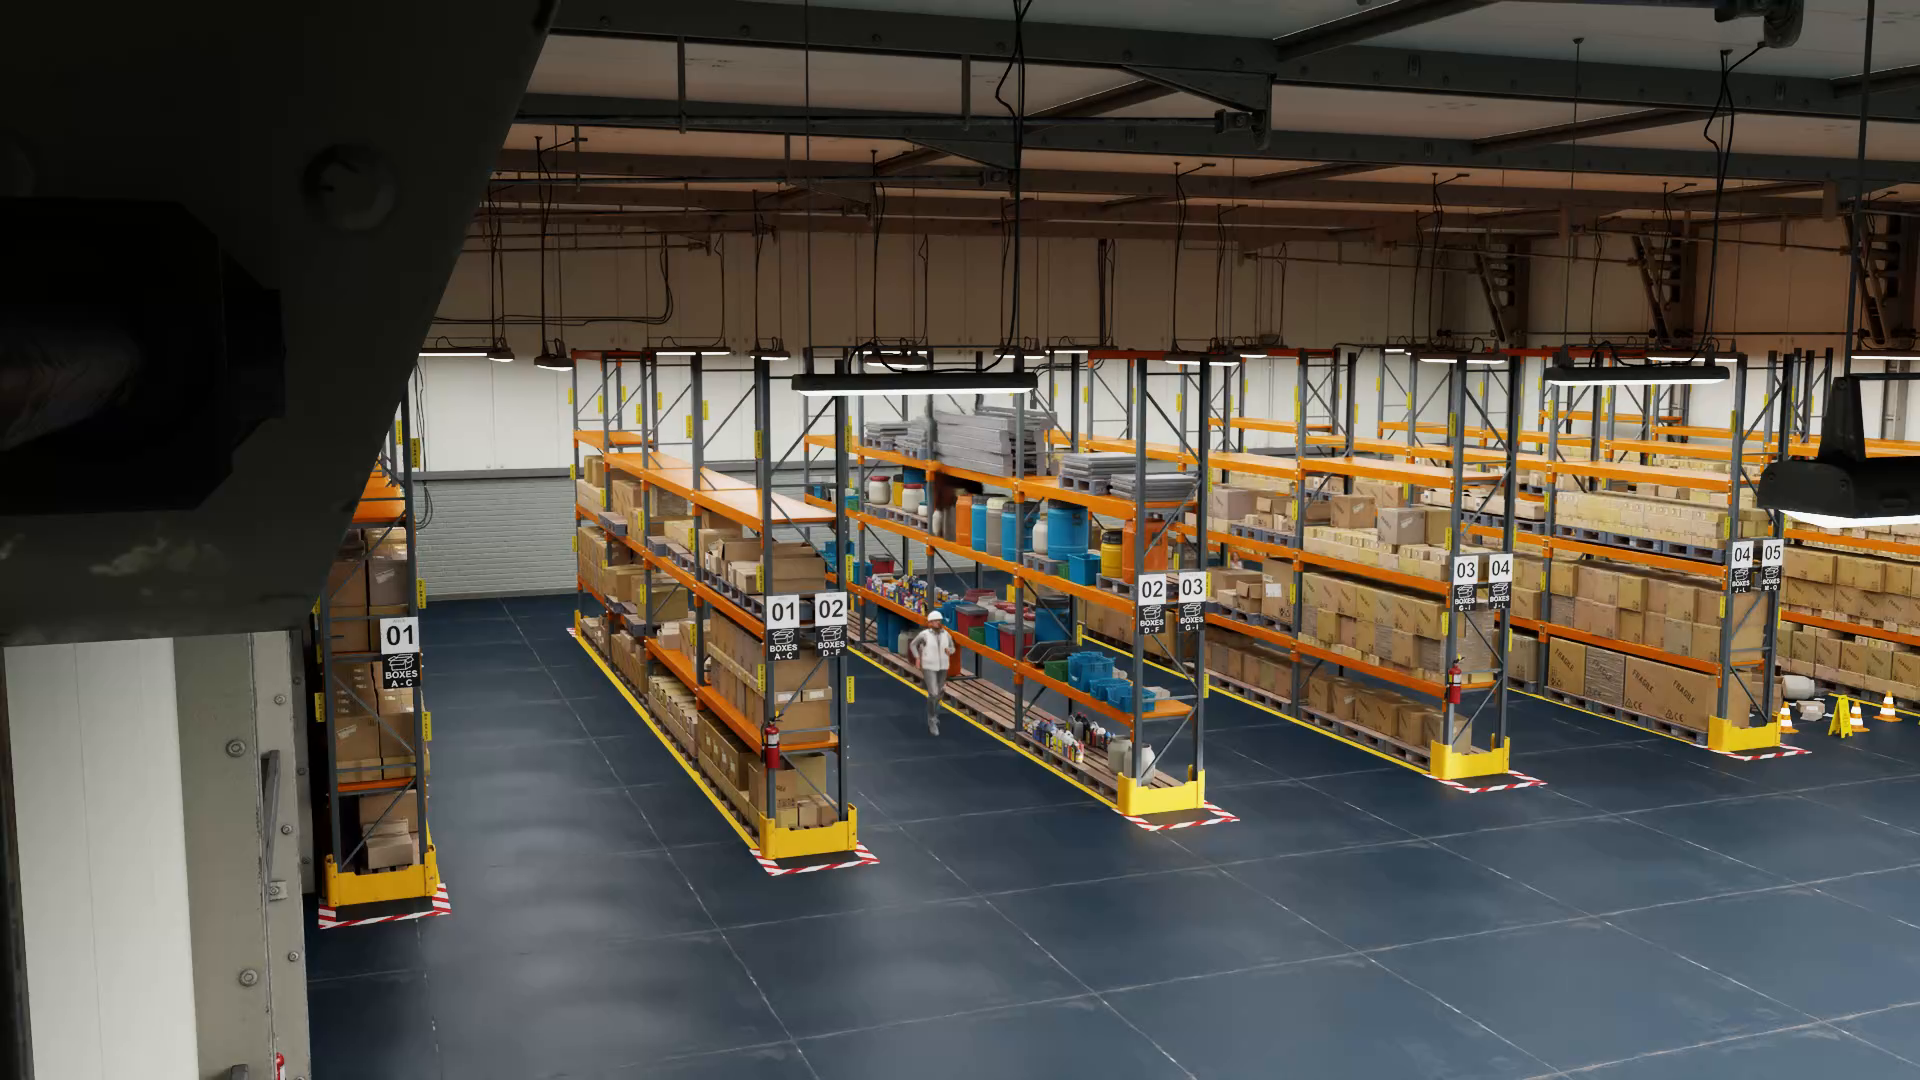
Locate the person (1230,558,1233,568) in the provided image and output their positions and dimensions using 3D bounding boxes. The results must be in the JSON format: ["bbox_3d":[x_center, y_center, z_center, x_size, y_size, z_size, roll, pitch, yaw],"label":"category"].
[{"bbox_3d":[5.402,1.281,33.683,0.633,1.851,0.756,-4,8,-27],"label":"person"}]

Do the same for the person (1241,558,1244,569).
[{"bbox_3d":[6.934,0.232,41.812,0.712,1.563,0.558,-4,8,-27],"label":"person"}]

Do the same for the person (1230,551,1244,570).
[{"bbox_3d":[6.000,1.035,36.284,0.554,1.591,0.900,-2,7,-14],"label":"person"}]

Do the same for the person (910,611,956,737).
[{"bbox_3d":[-0.371,2.027,25.460,0.624,1.892,0.726,-4,8,-28],"label":"person"}]
